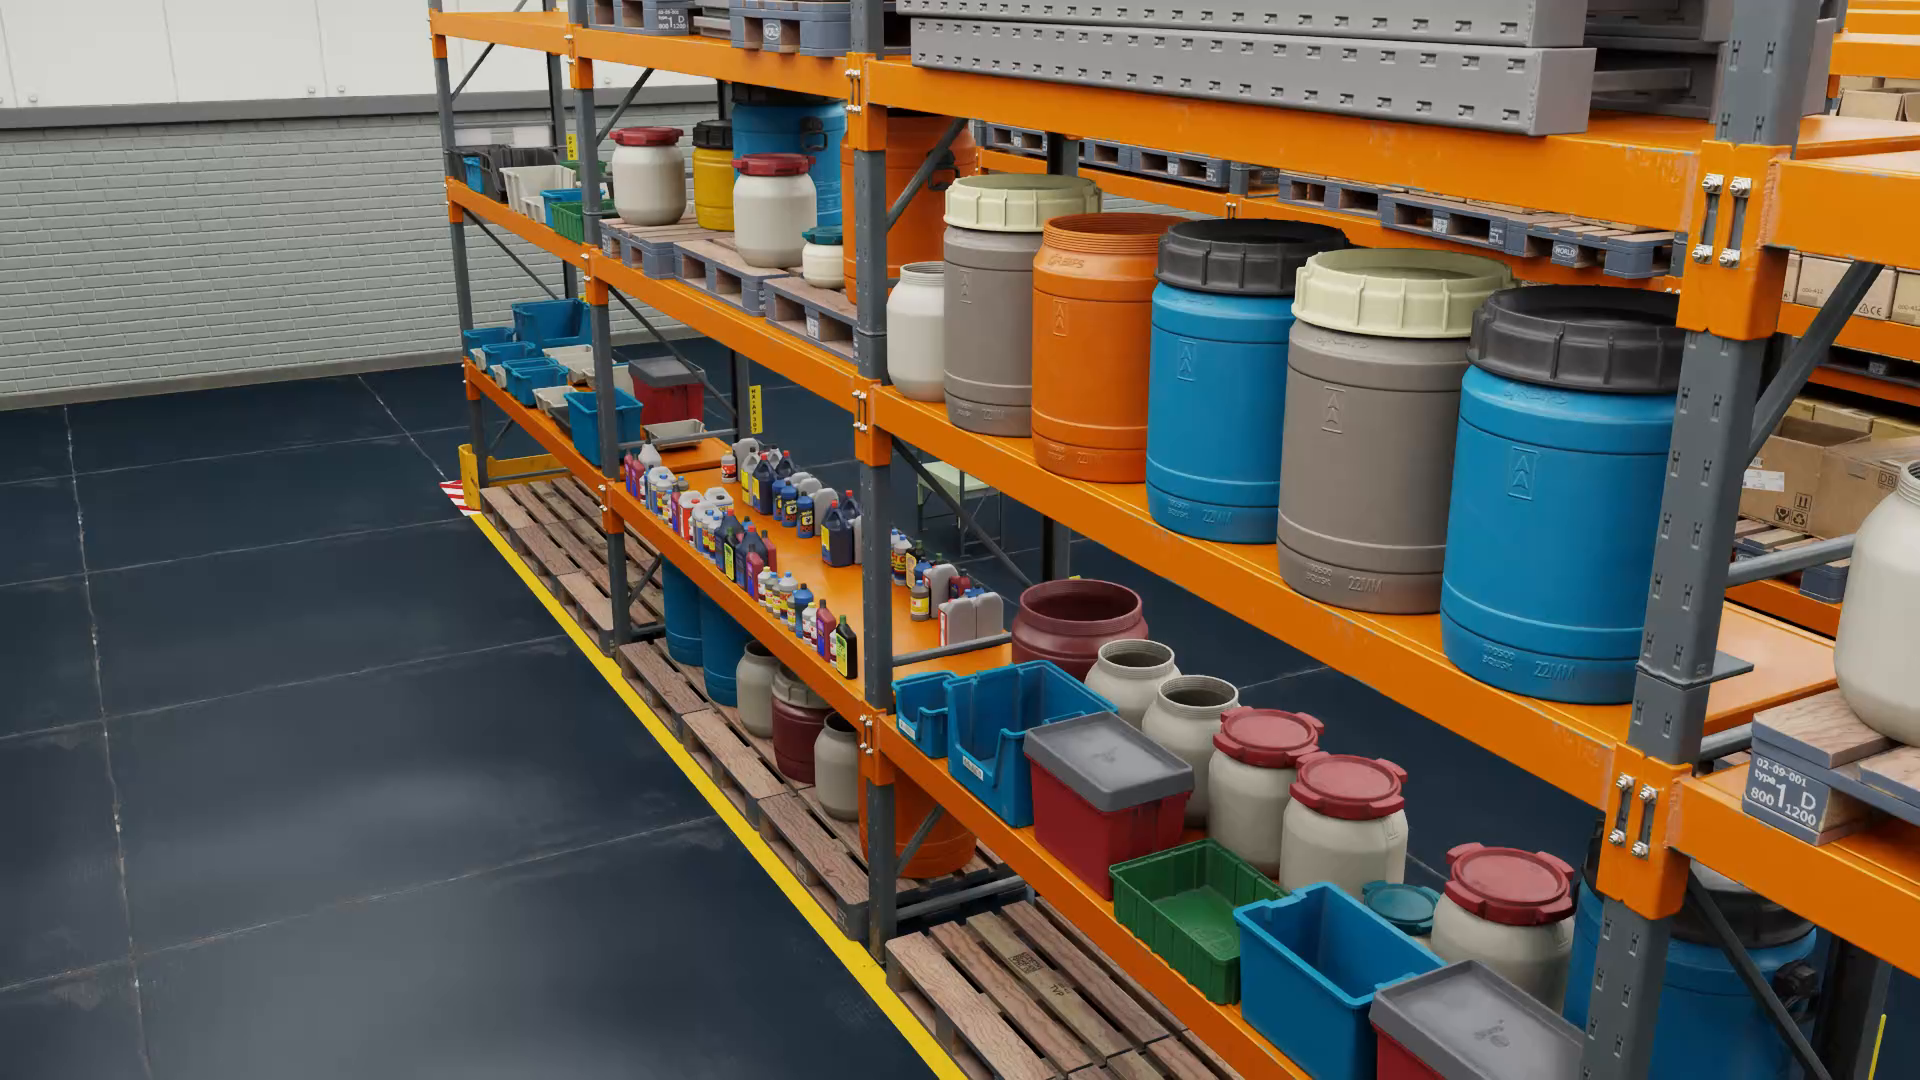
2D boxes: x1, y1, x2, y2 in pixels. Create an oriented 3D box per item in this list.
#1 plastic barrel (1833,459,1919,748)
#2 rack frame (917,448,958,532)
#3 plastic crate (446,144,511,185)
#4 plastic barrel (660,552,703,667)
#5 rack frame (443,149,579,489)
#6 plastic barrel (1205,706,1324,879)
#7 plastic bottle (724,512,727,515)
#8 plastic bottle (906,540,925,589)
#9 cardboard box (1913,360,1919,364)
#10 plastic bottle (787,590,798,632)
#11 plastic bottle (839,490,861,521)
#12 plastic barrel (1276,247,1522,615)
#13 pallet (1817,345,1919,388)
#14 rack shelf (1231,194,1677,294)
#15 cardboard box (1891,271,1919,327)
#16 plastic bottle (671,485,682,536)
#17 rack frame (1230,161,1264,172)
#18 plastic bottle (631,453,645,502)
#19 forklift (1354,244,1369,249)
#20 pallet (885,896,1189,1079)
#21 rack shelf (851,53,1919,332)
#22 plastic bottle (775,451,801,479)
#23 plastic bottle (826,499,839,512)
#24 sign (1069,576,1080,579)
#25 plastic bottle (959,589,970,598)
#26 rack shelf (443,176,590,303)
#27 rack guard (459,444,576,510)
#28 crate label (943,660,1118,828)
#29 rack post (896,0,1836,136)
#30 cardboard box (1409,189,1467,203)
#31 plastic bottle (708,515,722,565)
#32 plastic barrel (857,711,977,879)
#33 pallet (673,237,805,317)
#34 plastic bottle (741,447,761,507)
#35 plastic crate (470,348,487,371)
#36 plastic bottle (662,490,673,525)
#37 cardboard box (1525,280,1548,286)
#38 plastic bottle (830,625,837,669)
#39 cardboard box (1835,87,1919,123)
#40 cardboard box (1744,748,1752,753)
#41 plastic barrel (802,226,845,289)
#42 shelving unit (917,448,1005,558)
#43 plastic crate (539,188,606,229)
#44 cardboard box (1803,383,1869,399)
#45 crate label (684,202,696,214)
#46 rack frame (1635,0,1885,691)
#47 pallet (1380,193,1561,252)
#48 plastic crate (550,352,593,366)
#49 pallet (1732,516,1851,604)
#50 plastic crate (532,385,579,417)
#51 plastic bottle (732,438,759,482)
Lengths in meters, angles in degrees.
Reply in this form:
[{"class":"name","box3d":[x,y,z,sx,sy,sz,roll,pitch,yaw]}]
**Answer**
[{"class":"plastic barrel","box3d":[1.969,0.126,3.254,0.421,0.512,0.421,0,19,0]},{"class":"rack frame","box3d":[-0.171,-0.812,13.686,0.400,1.500,0.023,-10,21,-27]},{"class":"plastic crate","box3d":[-3.823,-3.006,13.347,0.497,0.269,0.590,-10,21,-27]},{"class":"plastic barrel","box3d":[-1.618,0.297,10.746,0.600,0.901,0.708,-10,21,-27]},{"class":"rack frame","box3d":[-3.761,-1.804,14.260,1.000,3.000,0.127,-10,21,-27]},{"class":"plastic barrel","box3d":[1.122,0.933,6.119,0.433,0.535,0.433,0,19,0]},{"class":"plastic bottle","box3d":[-1.326,-0.062,9.517,0.097,0.201,0.097,0,19,0]},{"class":"plastic bottle","box3d":[-0.236,0.129,8.838,0.061,0.283,0.133,-10,21,-27]},{"class":"cardboard box","box3d":[7.688,-1.458,13.000,0.380,0.149,0.250,-11,22,-29]},{"class":"plastic bottle","box3d":[-0.816,0.351,8.321,0.097,0.201,0.097,0,19,0]},{"class":"plastic bottle","box3d":[-0.614,-0.103,9.406,0.144,0.351,0.185,-10,21,-27]},{"class":"plastic barrel","box3d":[1.194,-0.314,4.576,0.600,0.901,0.600,0,19,0]},{"class":"pallet","box3d":[7.834,-1.485,13.630,1.003,0.211,1.213,-10,21,-27]},{"class":"rack shelf","box3d":[3.447,-1.926,11.120,1.077,0.370,4.000,-10,21,-27]},{"class":"cardboard box","box3d":[4.892,-1.154,8.007,0.500,0.250,0.500,-9,21,-26]},{"class":"plastic bottle","box3d":[-1.641,-0.174,9.716,0.061,0.283,0.133,-10,21,-27]},{"class":"rack frame","box3d":[2.498,-4.259,12.177,1.000,3.000,0.127,-10,21,-27]},{"class":"plastic bottle","box3d":[-1.999,-0.391,10.344,0.061,0.283,0.133,-10,21,-27]},{"class":"forklift","box3d":[4.076,-2.282,15.752,3.031,2.935,1.130,12,22,31]},{"class":"pallet","box3d":[0.372,2.039,7.398,1.003,0.211,1.213,-10,21,-27]},{"class":"rack shelf","box3d":[0.988,-1.240,5.145,1.077,0.370,4.000,-10,21,-27]},{"class":"plastic bottle","box3d":[-1.049,-0.366,10.169,0.144,0.351,0.185,-10,21,-27]},{"class":"plastic bottle","box3d":[-0.714,-0.100,9.520,0.097,0.271,0.097,0,19,0]},{"class":"sign","box3d":[0.519,0.328,7.831,0.100,0.325,0.005,-10,21,-27]},{"class":"plastic bottle","box3d":[0.040,0.347,8.332,0.097,0.201,0.097,0,19,0]},{"class":"rack shelf","box3d":[-2.811,-2.307,12.224,1.077,0.370,4.000,-10,21,-27]},{"class":"rack guard","box3d":[-3.784,-0.627,14.682,1.175,0.500,0.348,-10,21,-27]},{"class":"crate label","box3d":[0.272,0.803,6.651,0.502,0.435,0.616,-10,21,-27]},{"class":"rack post","box3d":[0.927,-1.841,4.865,1.013,1.000,3.121,-10,21,-27]},{"class":"cardboard box","box3d":[3.408,-2.523,10.943,0.797,0.503,0.637,-10,22,-27]},{"class":"plastic bottle","box3d":[-1.350,-0.005,9.244,0.097,0.271,0.097,0,19,0]},{"class":"plastic barrel","box3d":[-0.209,1.182,8.289,0.600,0.830,0.708,-10,21,-27]},{"class":"pallet","box3d":[-0.862,-1.449,8.923,1.003,0.211,1.213,-10,21,-27]},{"class":"plastic bottle","box3d":[-1.264,-0.397,10.258,0.144,0.351,0.185,-10,21,-27]},{"class":"plastic crate","box3d":[-3.854,-1.481,13.636,0.250,0.136,0.298,-10,21,-27]},{"class":"plastic bottle","box3d":[-1.726,-0.199,9.914,0.097,0.201,0.097,0,19,0]},{"class":"cardboard box","box3d":[5.952,-2.737,16.356,0.500,0.500,0.500,-10,21,-27]},{"class":"plastic bottle","box3d":[-0.568,0.501,7.886,0.097,0.201,0.097,0,19,0]},{"class":"cardboard box","box3d":[7.529,-3.363,13.379,0.797,0.503,0.637,-10,22,-27]},{"class":"cardboard box","box3d":[4.733,0.889,9.615,0.700,0.500,0.500,-11,22,-30]},{"class":"plastic barrel","box3d":[-0.600,-1.343,7.896,0.301,0.262,0.301,0,19,0]},{"class":"shelving unit","box3d":[0.003,-0.707,13.381,0.431,1.500,0.755,-10,21,-27]},{"class":"plastic crate","box3d":[-2.575,-2.206,11.084,0.416,0.233,0.300,-10,21,-27]},{"class":"cardboard box","box3d":[7.719,-1.209,14.575,0.500,0.250,0.500,-9,21,-24]},{"class":"crate label","box3d":[-1.839,-2.134,11.023,0.293,0.136,0.466,-10,21,-27]},{"class":"rack frame","box3d":[1.938,-1.195,3.298,1.000,3.000,0.127,-10,21,-27]},{"class":"pallet","box3d":[3.511,-2.100,10.810,1.003,0.211,1.213,-9,21,-24]},{"class":"plastic crate","box3d":[-3.089,-1.416,13.448,0.396,0.136,0.243,-10,21,-27]},{"class":"pallet","box3d":[4.829,0.004,9.314,1.213,0.211,1.003,-10,21,-27]},{"class":"plastic crate","box3d":[-2.953,-1.012,12.279,0.293,0.136,0.466,-10,21,-27]},{"class":"plastic bottle","box3d":[-1.390,-0.534,10.770,0.152,0.276,0.135,-10,21,-27]}]
